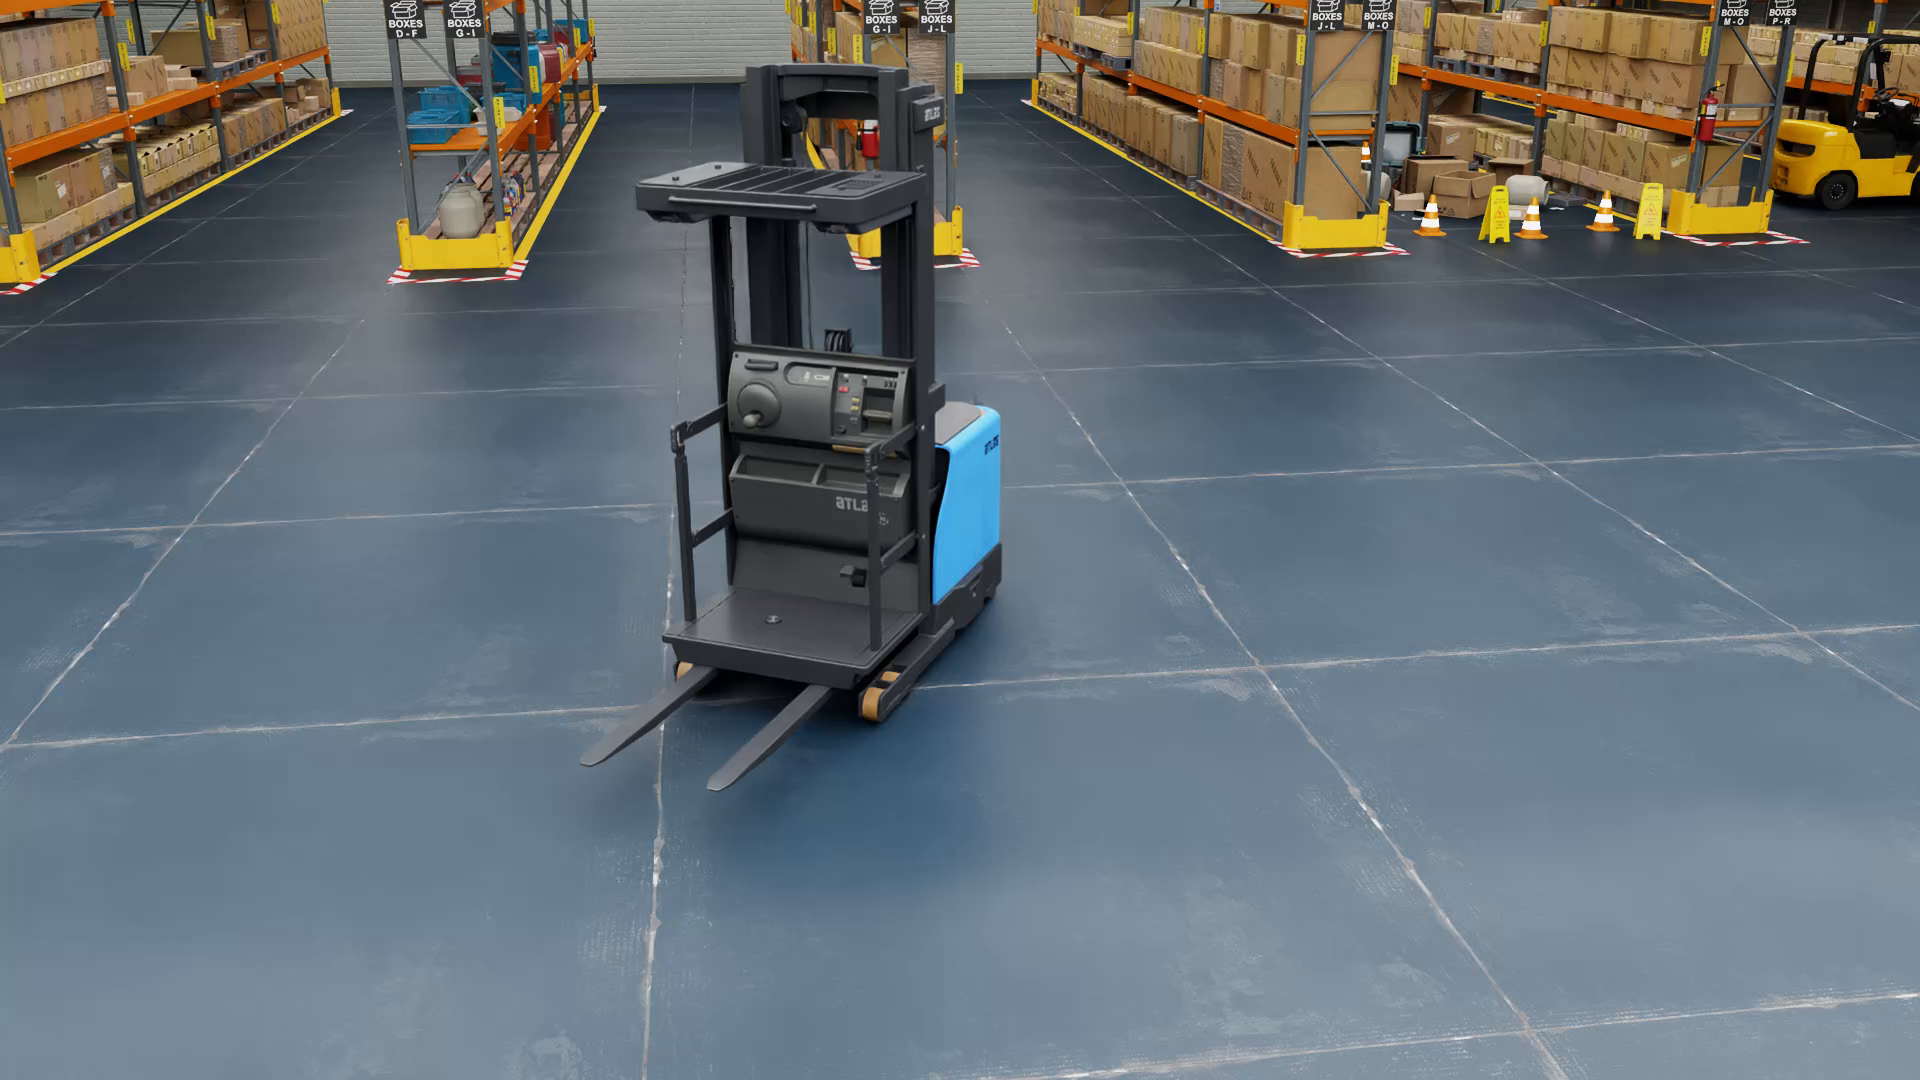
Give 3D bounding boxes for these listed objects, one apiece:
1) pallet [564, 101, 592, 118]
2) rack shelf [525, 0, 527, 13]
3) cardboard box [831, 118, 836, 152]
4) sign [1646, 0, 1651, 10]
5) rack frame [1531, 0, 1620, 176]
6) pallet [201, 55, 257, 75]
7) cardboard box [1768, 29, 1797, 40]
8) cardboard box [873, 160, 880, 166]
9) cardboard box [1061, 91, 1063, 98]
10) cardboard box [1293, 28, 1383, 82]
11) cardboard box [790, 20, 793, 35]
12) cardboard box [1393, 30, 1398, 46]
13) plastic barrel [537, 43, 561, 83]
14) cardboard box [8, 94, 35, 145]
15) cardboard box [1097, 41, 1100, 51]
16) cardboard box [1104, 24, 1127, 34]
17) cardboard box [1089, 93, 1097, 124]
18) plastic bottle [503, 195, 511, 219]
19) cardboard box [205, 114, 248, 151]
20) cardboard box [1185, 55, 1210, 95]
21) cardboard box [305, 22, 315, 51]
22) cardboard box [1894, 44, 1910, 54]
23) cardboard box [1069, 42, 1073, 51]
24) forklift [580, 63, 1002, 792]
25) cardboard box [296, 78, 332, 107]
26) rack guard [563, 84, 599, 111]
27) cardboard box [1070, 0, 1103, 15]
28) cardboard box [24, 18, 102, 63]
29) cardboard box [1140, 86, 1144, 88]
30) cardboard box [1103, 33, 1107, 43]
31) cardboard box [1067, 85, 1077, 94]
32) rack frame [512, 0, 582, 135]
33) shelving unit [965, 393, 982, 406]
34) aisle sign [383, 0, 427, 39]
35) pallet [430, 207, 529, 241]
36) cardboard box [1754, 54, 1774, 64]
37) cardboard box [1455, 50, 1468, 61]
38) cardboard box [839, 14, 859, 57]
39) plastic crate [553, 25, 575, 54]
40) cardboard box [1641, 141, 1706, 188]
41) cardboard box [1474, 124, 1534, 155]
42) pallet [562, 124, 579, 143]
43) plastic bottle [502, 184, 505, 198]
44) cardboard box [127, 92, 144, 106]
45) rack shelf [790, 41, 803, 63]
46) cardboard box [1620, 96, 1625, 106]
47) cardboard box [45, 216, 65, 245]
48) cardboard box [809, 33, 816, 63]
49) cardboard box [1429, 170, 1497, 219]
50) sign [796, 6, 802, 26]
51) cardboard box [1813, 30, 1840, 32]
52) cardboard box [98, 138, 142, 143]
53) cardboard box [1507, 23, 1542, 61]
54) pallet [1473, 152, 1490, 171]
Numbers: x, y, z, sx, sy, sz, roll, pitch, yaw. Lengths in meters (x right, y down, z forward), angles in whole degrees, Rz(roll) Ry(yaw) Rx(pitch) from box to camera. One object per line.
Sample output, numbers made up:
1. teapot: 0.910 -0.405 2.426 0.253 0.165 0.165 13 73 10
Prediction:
1. pallet: -7.684 -8.344 32.256 1.003 0.211 1.213 -3 21 -8
2. rack shelf: -6.323 -7.544 22.868 1.077 0.370 4.000 -3 21 -8
3. cardboard box: -1.594 -6.222 25.532 0.700 0.500 0.500 -4 21 -11
4. sign: 12.980 -10.126 31.386 0.100 0.325 0.005 -3 21 -8
5. rack frame: 8.673 -6.533 23.420 1.000 3.000 0.127 -3 21 -8
6. pallet: -11.799 -7.503 26.292 1.003 0.211 1.213 -3 21 -8
7. cardboard box: 12.958 -7.949 26.141 0.380 0.149 0.250 -2 21 -7
8. cardboard box: -0.858 -4.509 20.975 0.500 0.500 0.500 -5 21 -13
9. cardboard box: 2.155 -8.569 31.922 0.380 0.149 0.250 -4 21 -10
10. cardboard box: 4.350 -5.570 19.084 0.875 0.550 0.550 -3 21 -8
11. cardboard box: -3.061 -10.077 32.699 0.500 0.250 0.500 -3 21 -9
12. cardboard box: 7.603 -8.590 28.429 0.500 0.250 0.500 -3 21 -9
13. plastic barrel: -6.245 -7.087 24.708 0.600 0.536 0.708 -3 21 -8
14. cardboard box: -10.496 -4.541 17.943 0.700 0.500 0.500 -2 21 -6
15. cardboard box: 2.507 -8.304 27.922 0.380 0.149 0.250 -2 21 -6
16. cardboard box: 2.574 -8.408 27.348 0.380 0.149 0.250 -2 21 -6
17. cardboard box: 2.558 -7.592 29.227 0.500 0.500 0.500 -2 21 -5
18. plastic bottle: -5.411 -3.970 19.829 0.097 0.271 0.097 0 20 0
19. cardboard box: -11.378 -6.308 25.761 0.500 0.500 0.500 -4 21 -10
20. cardboard box: 3.449 -6.462 23.088 0.500 0.500 0.500 -3 21 -8
21. cardboard box: -12.188 -9.243 30.532 0.500 0.500 0.500 -3 21 -7
22. cardboard box: 13.409 -6.922 23.392 0.380 0.149 0.250 -2 21 -6
23. cardboard box: 2.218 -9.071 30.576 0.380 0.149 0.250 -3 21 -9
24. forklift: -0.764 -0.671 7.823 1.130 2.935 3.031 8 22 19
25. cardboard box: -12.345 -8.549 31.762 0.500 0.500 0.500 -3 21 -8
26. rack guard: -7.781 -8.775 32.995 1.175 0.500 0.348 -3 21 -8
27. cardboard box: 2.300 -9.822 30.229 0.500 0.500 0.500 -4 21 -10
28. cardboard box: -10.867 -6.036 20.093 0.700 0.500 0.500 -3 21 -7
29. cardboard box: 3.279 -7.437 27.741 0.500 0.250 0.500 -3 21 -8
30. cardboard box: 2.574 -8.270 27.404 0.380 0.149 0.250 -3 21 -8
31. cardboard box: 2.208 -8.440 31.152 0.380 0.149 0.250 -3 21 -8
32. rack frame: -7.188 -8.553 28.829 1.000 3.000 0.127 -3 21 -8
33. shelving unit: -0.001 -0.424 10.066 0.258 0.900 0.210 -3 21 -8
34. aisle sign: -5.742 -5.576 17.144 0.394 0.787 0.004 -3 21 -8
35. pallet: -5.800 -3.819 20.140 1.003 0.211 1.213 -3 21 -8
36. cardboard box: 12.978 -7.581 26.441 0.500 0.250 0.500 -4 21 -10
37. cardboard box: 7.980 -7.582 25.988 0.380 0.149 0.250 -3 21 -7
38. cardboard box: -1.247 -6.346 20.923 0.500 0.500 0.500 -3 21 -8
39. plastic crate: -7.069 -8.933 29.669 0.402 0.464 0.583 -3 21 -8
40. cardboard box: 8.876 -4.672 20.696 0.500 0.500 0.500 -3 21 -7
41. cardboard box: 8.386 -6.170 25.603 0.950 0.372 0.625 -2 21 -6
42. pallet: -7.118 -6.978 28.596 1.003 0.211 1.213 -3 21 -8
43. plastic bottle: -5.668 -4.268 20.610 0.061 0.283 0.133 -3 21 -8
44. cardboard box: -10.863 -5.734 21.641 0.380 0.149 0.250 -3 21 -8
45. rack shelf: -2.575 -9.158 31.478 1.077 0.370 4.000 -3 21 -8
46. cardboard box: 8.783 -5.679 21.494 0.380 0.149 0.250 -3 21 -8
47. cardboard box: -10.293 -3.428 18.438 0.500 0.250 0.500 -3 21 -8
48. cardboard box: -2.243 -8.152 27.612 0.500 0.500 0.500 -3 21 -7
49. cardboard box: 6.491 -4.459 21.436 0.637 0.503 0.797 17 27 39
50. sign: -2.836 -9.217 29.257 0.100 0.325 0.005 -3 21 -8
51. cardboard box: 13.495 -7.887 25.976 0.380 0.149 0.250 -2 21 -6
52. cardboard box: -11.499 -5.359 22.805 0.500 0.311 0.500 -3 21 -8
53. cardboard box: 8.306 -7.236 24.134 0.500 0.500 0.500 -3 21 -7
54. pallet: 8.380 -5.919 25.763 1.003 0.211 1.213 -3 21 -8
